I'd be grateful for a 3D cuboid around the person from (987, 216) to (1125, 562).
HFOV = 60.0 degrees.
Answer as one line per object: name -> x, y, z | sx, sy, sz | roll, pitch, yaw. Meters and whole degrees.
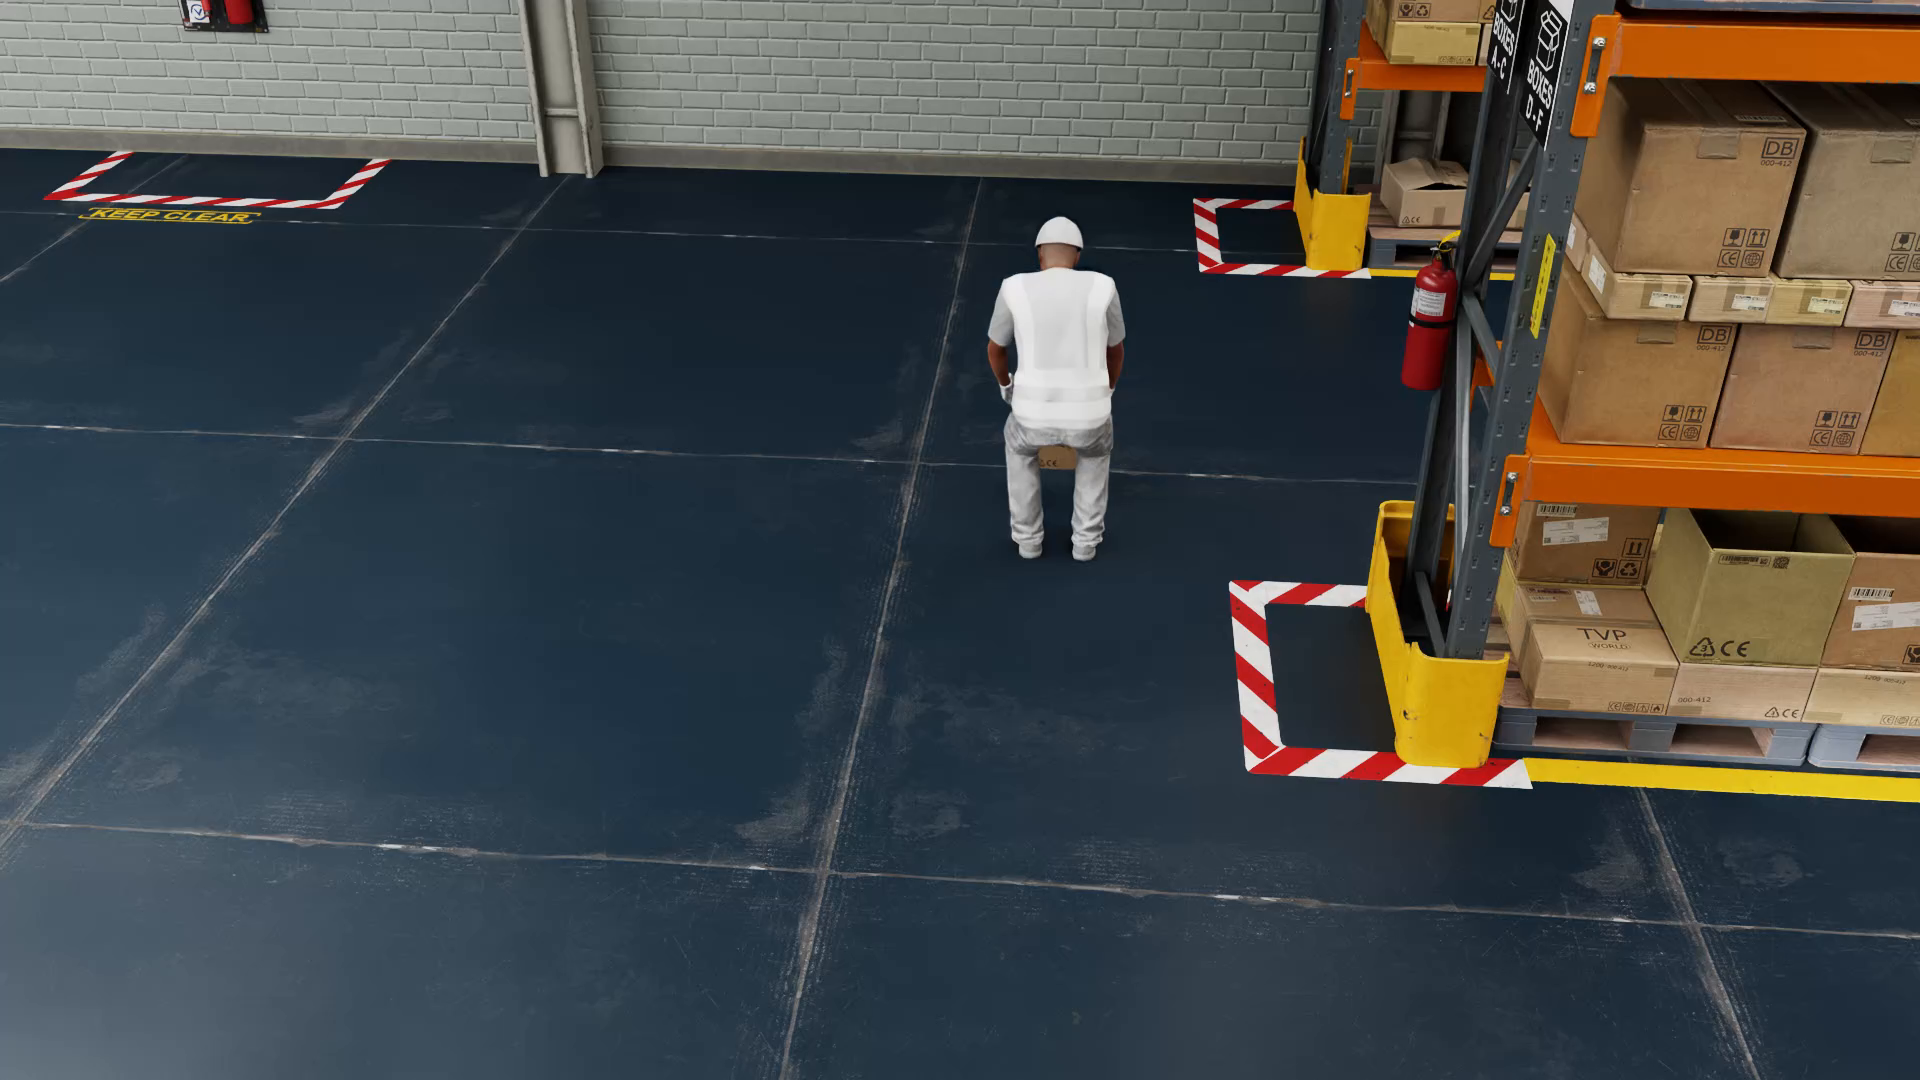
person -> 0.417, -0.641, 7.427 | 0.610, 1.498, 0.717 | 3, 32, 4
